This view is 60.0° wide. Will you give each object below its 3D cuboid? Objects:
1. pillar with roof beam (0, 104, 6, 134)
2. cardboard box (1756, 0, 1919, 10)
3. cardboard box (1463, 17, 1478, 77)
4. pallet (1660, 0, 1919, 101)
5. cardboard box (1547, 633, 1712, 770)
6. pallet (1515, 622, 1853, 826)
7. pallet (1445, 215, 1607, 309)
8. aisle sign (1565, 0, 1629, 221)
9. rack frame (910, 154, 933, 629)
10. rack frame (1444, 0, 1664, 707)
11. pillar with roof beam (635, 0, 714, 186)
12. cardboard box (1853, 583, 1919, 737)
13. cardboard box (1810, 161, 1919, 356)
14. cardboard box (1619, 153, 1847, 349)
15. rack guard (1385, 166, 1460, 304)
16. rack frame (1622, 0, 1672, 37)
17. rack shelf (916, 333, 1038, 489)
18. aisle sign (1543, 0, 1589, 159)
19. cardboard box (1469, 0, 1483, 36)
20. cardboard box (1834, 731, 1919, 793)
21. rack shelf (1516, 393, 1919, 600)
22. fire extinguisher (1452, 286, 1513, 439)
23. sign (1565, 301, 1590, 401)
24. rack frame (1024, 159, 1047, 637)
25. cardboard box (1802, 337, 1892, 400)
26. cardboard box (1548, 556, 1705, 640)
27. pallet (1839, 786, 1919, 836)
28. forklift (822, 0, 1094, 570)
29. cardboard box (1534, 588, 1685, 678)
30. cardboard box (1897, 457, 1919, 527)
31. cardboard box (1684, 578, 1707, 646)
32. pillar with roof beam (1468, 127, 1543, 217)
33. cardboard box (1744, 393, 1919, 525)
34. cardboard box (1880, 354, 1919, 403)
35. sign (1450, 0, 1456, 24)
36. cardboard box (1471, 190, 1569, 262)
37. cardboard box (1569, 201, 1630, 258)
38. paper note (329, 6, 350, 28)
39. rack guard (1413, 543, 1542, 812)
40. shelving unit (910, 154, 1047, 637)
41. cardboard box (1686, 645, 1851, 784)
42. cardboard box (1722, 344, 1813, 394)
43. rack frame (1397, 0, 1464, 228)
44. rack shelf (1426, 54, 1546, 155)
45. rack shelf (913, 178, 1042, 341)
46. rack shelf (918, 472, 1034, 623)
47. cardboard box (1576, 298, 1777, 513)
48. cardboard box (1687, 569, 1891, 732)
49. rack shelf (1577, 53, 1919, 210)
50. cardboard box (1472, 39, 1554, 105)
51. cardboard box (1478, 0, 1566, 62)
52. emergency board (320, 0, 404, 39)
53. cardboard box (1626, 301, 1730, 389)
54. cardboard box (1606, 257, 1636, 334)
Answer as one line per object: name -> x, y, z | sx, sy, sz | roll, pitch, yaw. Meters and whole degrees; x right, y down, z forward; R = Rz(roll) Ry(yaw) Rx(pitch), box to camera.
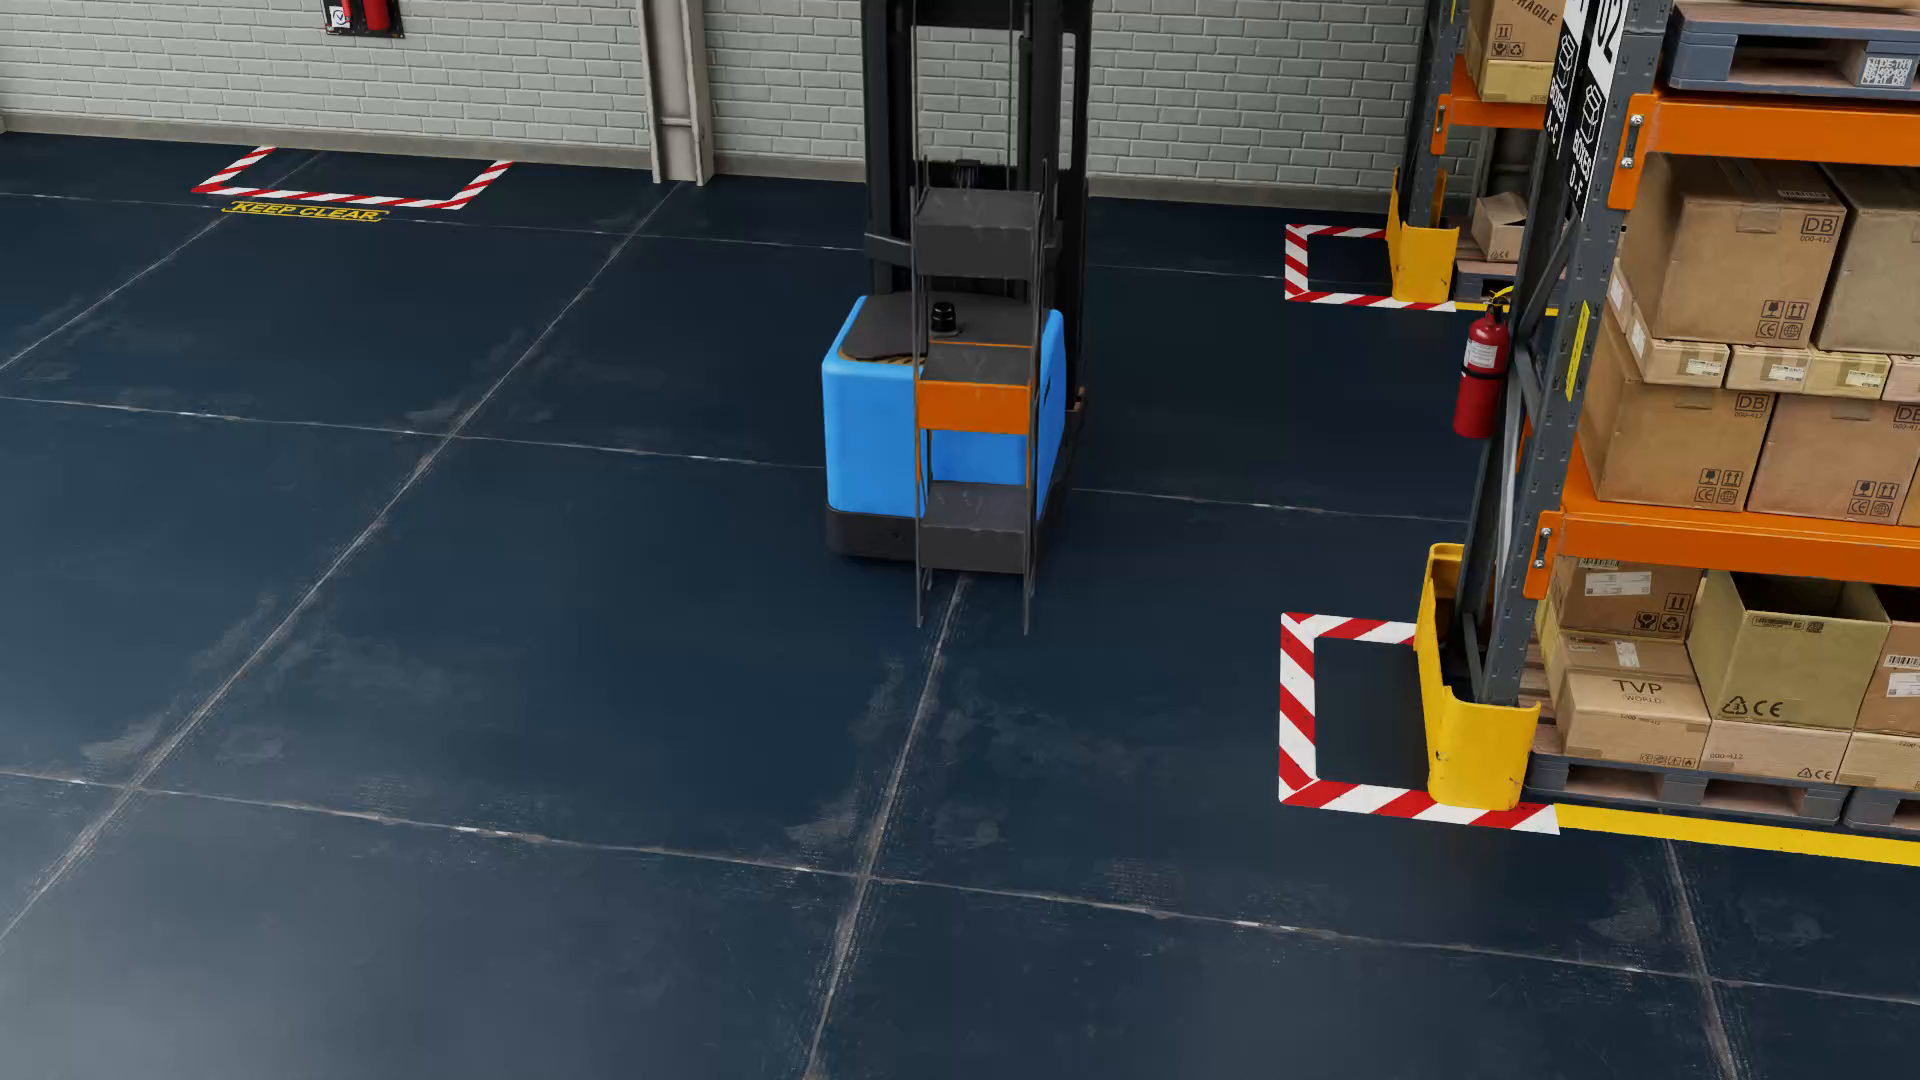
pillar with roof beam -> -8.735, -4.861, 7.534 | 0.400, 9.000, 9.100 | 5, 32, 8
cardboard box -> 2.719, -2.016, 5.191 | 0.637, 0.503, 0.797 | 7, 33, 12
cardboard box -> 3.476, -3.113, 10.518 | 0.500, 0.250, 0.500 | 6, 32, 9
pallet -> 2.845, -1.674, 5.354 | 1.213, 0.211, 1.003 | 5, 32, 8
cardboard box -> 2.644, 0.635, 6.604 | 0.500, 0.250, 0.500 | 5, 32, 8
pallet -> 2.914, 0.711, 6.914 | 1.213, 0.211, 1.003 | 5, 32, 8
pallet -> 3.852, -1.828, 10.972 | 1.213, 0.211, 1.003 | 5, 32, 8
aisle sign -> 2.037, -1.465, 5.312 | 0.004, 0.787, 0.394 | 5, 32, 8
rack frame -> -0.163, -0.589, 7.211 | 0.015, 2.100, 0.400 | 4, 32, 6
rack frame -> 2.153, -0.517, 6.249 | 0.127, 3.000, 1.000 | 5, 32, 8
pillar with roof beam -> -2.821, -4.325, 6.678 | 0.400, 9.000, 9.100 | 5, 32, 8
cardboard box -> 3.632, 0.398, 6.275 | 0.500, 0.500, 0.500 | 5, 32, 8
cardboard box -> 3.182, -1.012, 5.723 | 0.500, 0.500, 0.700 | 4, 32, 7
cardboard box -> 2.663, -1.056, 5.793 | 0.500, 0.500, 0.700 | 5, 32, 8
rack guard -> 3.057, -2.042, 11.041 | 0.348, 0.500, 1.175 | 5, 32, 8
rack frame -> 2.153, -3.060, 4.657 | 0.127, 3.000, 1.000 | 5, 32, 8
rack shelf -> 0.079, -0.561, 7.193 | 0.480, 0.518, 0.431 | 4, 32, 6
aisle sign -> 2.137, -1.778, 5.814 | 0.004, 0.787, 0.394 | 5, 32, 8
cardboard box -> 3.483, -3.440, 10.334 | 0.500, 0.500, 0.500 | 5, 32, 8
cardboard box -> 3.630, 0.722, 6.465 | 0.500, 0.250, 0.500 | 5, 32, 8
rack shelf -> 4.124, -0.033, 6.154 | 4.000, 0.370, 1.077 | 5, 32, 8
fire extinguisher -> 2.114, -0.738, 6.674 | 0.183, 0.674, 0.296 | 5, 32, 8
sign -> 2.054, -0.628, 5.535 | 0.005, 0.325, 0.100 | 5, 32, 8
rack frame -> 0.321, -0.556, 7.160 | 0.015, 2.100, 0.400 | 4, 32, 6
cardboard box -> 3.010, -0.641, 5.742 | 0.250, 0.149, 0.380 | 5, 32, 8
cardboard box -> 2.732, 0.045, 6.840 | 0.500, 0.500, 0.500 | 5, 32, 8
pallet -> 4.113, 0.822, 6.738 | 1.213, 0.211, 1.003 | 5, 32, 8
forklift -> 0.119, -1.862, 8.462 | 1.130, 2.935, 3.031 | 5, 32, 8
cardboard box -> 2.731, 0.364, 7.037 | 0.500, 0.250, 0.500 | 5, 32, 8
cardboard box -> 3.618, -0.419, 5.998 | 0.500, 0.500, 0.700 | 5, 32, 9
cardboard box -> 3.226, 0.402, 6.976 | 0.500, 0.250, 0.500 | 5, 32, 8
pillar with roof beam -> 3.094, -3.789, 5.822 | 0.400, 9.000, 9.100 | 5, 32, 8
cardboard box -> 3.129, -0.467, 6.074 | 0.500, 0.500, 0.700 | 6, 33, 9
cardboard box -> 3.258, -0.618, 5.704 | 0.250, 0.149, 0.380 | 5, 32, 7
sign -> 2.891, -3.191, 9.705 | 0.005, 0.325, 0.100 | 5, 32, 8
cardboard box -> 3.649, -2.046, 10.811 | 0.500, 0.311, 0.500 | 2, 32, 3
cardboard box -> 4.211, -1.995, 10.730 | 0.500, 0.311, 0.500 | 8, 33, 12
paper note -> -4.689, -3.953, 12.568 | 0.142, 0.148, 0.016 | 5, 32, 8
rack guard -> 2.129, 0.541, 6.915 | 0.348, 0.500, 1.175 | 5, 32, 8
shelving unit -> 0.079, -0.573, 7.186 | 0.503, 2.100, 0.431 | 4, 32, 6
cardboard box -> 3.138, 0.678, 6.536 | 0.500, 0.250, 0.500 | 5, 32, 8
cardboard box -> 2.764, -0.664, 5.779 | 0.250, 0.149, 0.380 | 4, 32, 7
rack frame -> 2.983, -3.108, 10.388 | 0.127, 3.000, 1.000 | 5, 32, 8
rack shelf -> 4.954, -2.625, 10.294 | 4.000, 0.370, 1.077 | 5, 32, 8
rack shelf -> 0.079, -1.154, 6.821 | 0.480, 0.518, 0.431 | 4, 32, 6
rack shelf -> 0.079, 0.032, 7.564 | 0.480, 0.518, 0.431 | 4, 32, 6
cardboard box -> 2.611, -0.511, 6.145 | 0.500, 0.500, 0.700 | 5, 32, 8
cardboard box -> 3.137, 0.361, 6.336 | 0.500, 0.500, 0.500 | 5, 32, 8
rack shelf -> 4.124, -1.305, 5.358 | 4.000, 0.370, 1.077 | 5, 32, 8
cardboard box -> 3.410, -2.843, 10.088 | 0.500, 0.250, 0.500 | 4, 32, 7
cardboard box -> 3.403, -3.171, 9.905 | 0.500, 0.500, 0.500 | 5, 32, 8
emergency board -> -4.526, -4.274, 12.251 | 0.643, 1.169, 0.194 | 5, 32, 8
cardboard box -> 2.503, -0.687, 5.814 | 0.250, 0.149, 0.380 | 5, 32, 8
cardboard box -> 2.562, -0.900, 6.155 | 0.250, 0.149, 0.380 | 5, 32, 7
